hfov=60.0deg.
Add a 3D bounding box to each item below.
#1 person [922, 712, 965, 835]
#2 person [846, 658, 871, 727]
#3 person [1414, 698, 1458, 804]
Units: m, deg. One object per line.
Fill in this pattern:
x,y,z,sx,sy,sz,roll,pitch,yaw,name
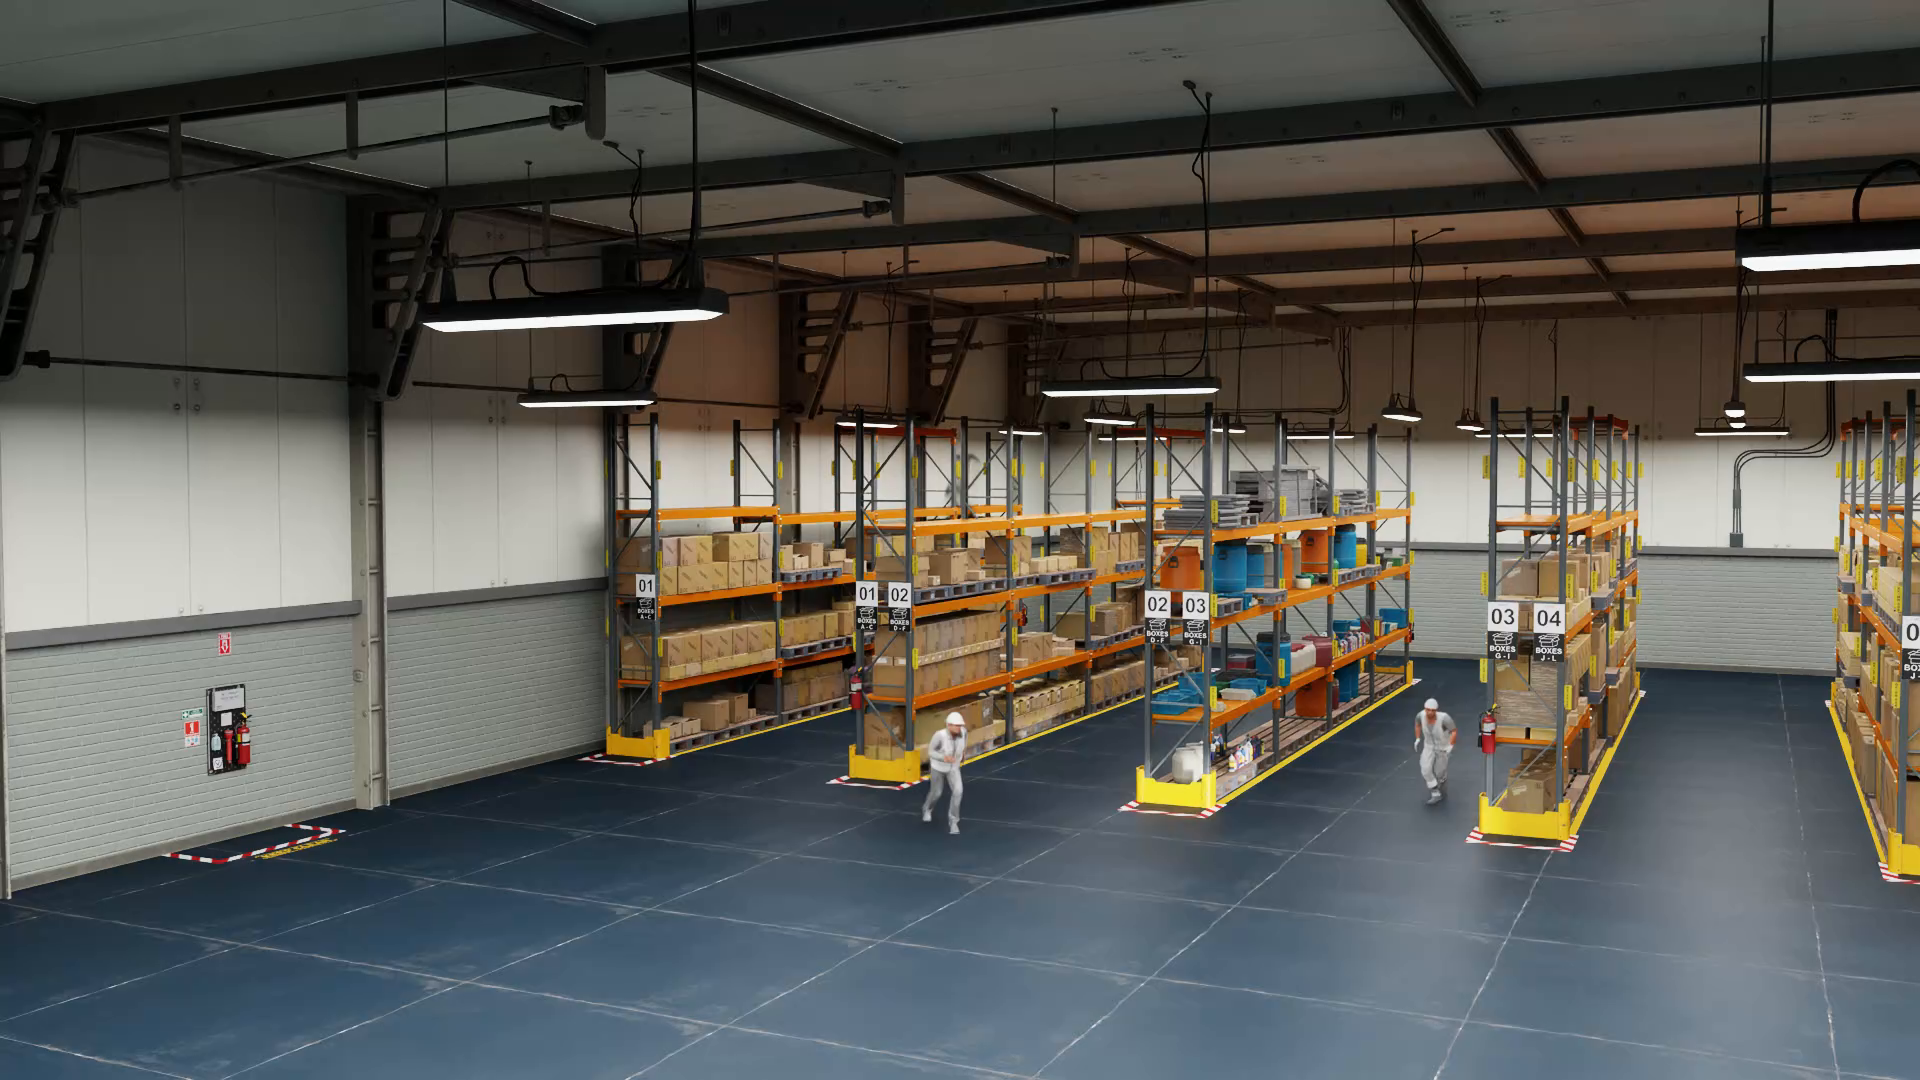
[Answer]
-0.180,3.213,23.160,0.568,1.731,1.036,-1,3,-29,person
-1.903,2.938,31.105,0.524,1.504,0.729,0,2,8,person
7.221,3.157,25.128,0.662,1.618,1.091,1,3,32,person
